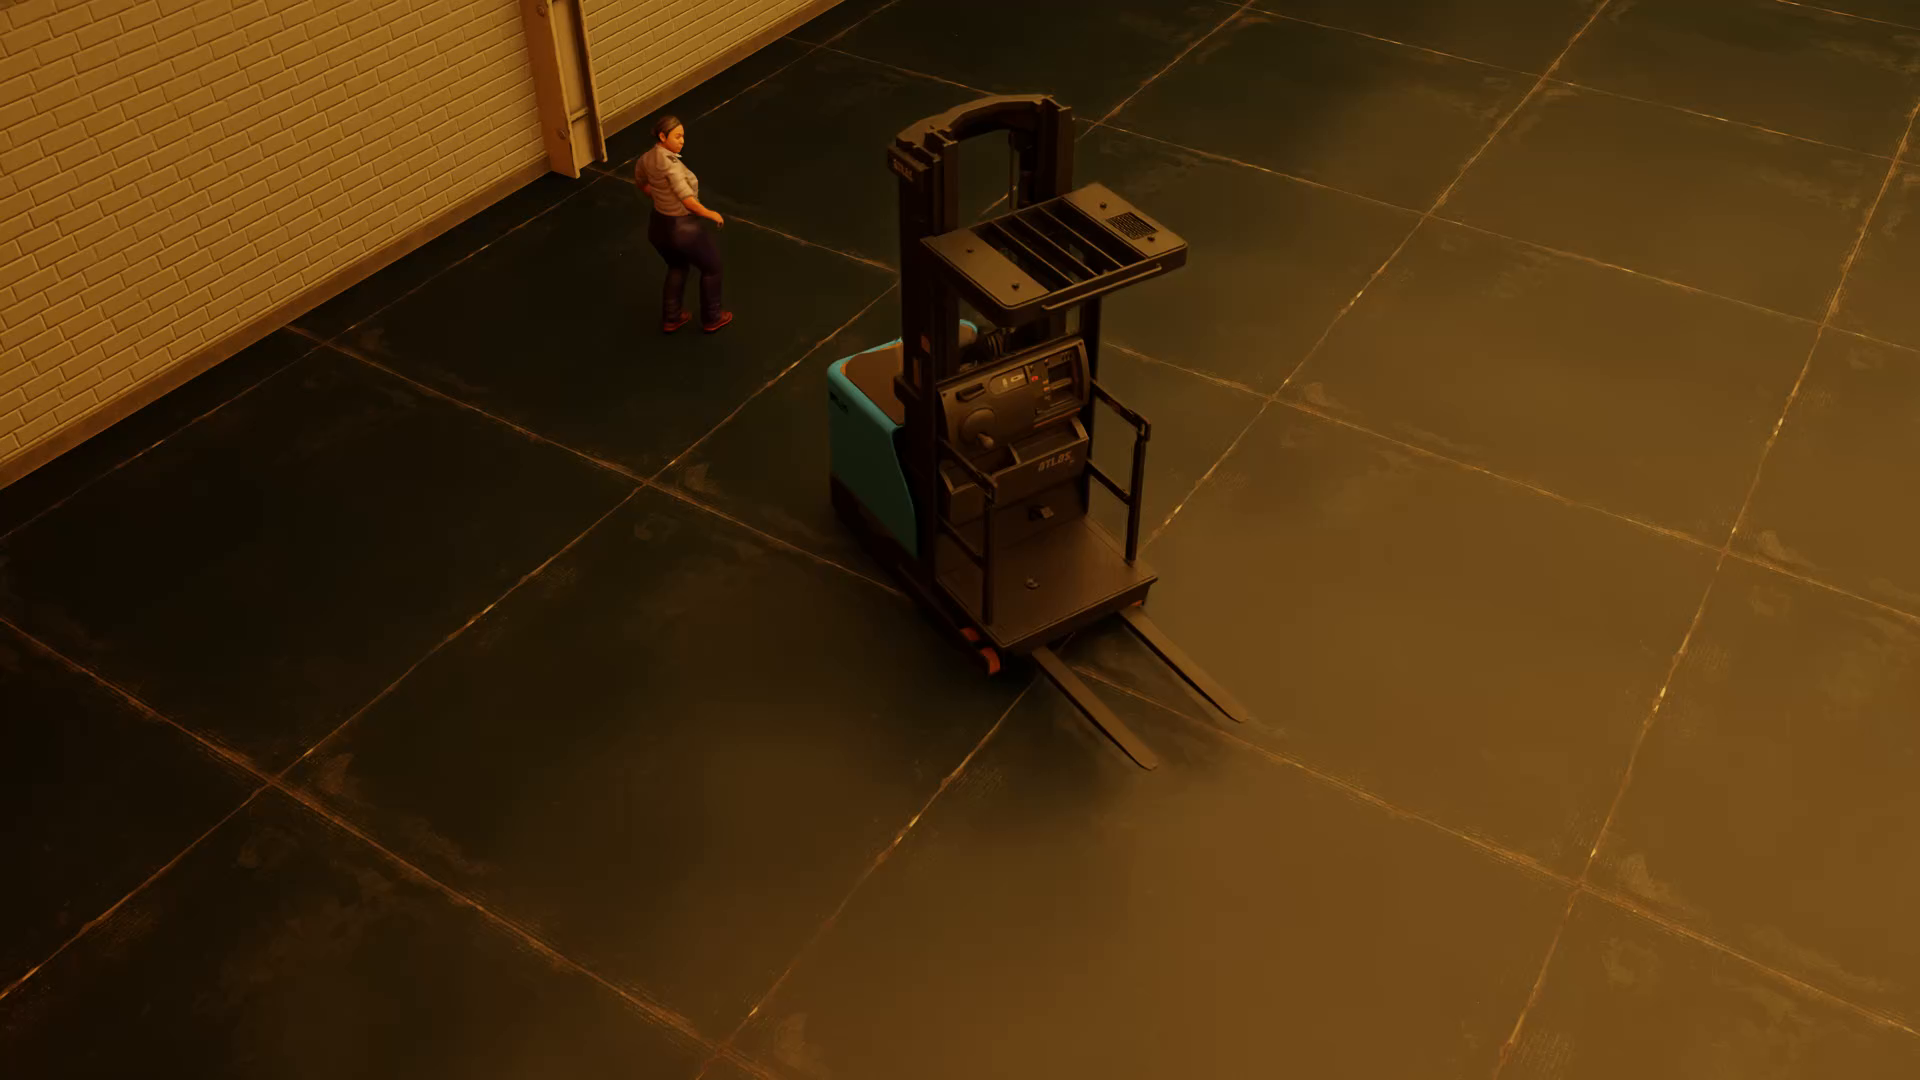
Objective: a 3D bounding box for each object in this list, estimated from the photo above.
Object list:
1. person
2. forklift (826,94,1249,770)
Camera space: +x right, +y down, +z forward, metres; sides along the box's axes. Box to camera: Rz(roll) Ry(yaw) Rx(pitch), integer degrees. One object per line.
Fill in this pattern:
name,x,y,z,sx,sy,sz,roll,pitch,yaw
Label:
person,-1.947,-2.189,11.593,0.685,1.603,0.492,27,47,28
forklift,0.419,-0.708,8.803,1.130,2.935,3.031,-23,45,-25
